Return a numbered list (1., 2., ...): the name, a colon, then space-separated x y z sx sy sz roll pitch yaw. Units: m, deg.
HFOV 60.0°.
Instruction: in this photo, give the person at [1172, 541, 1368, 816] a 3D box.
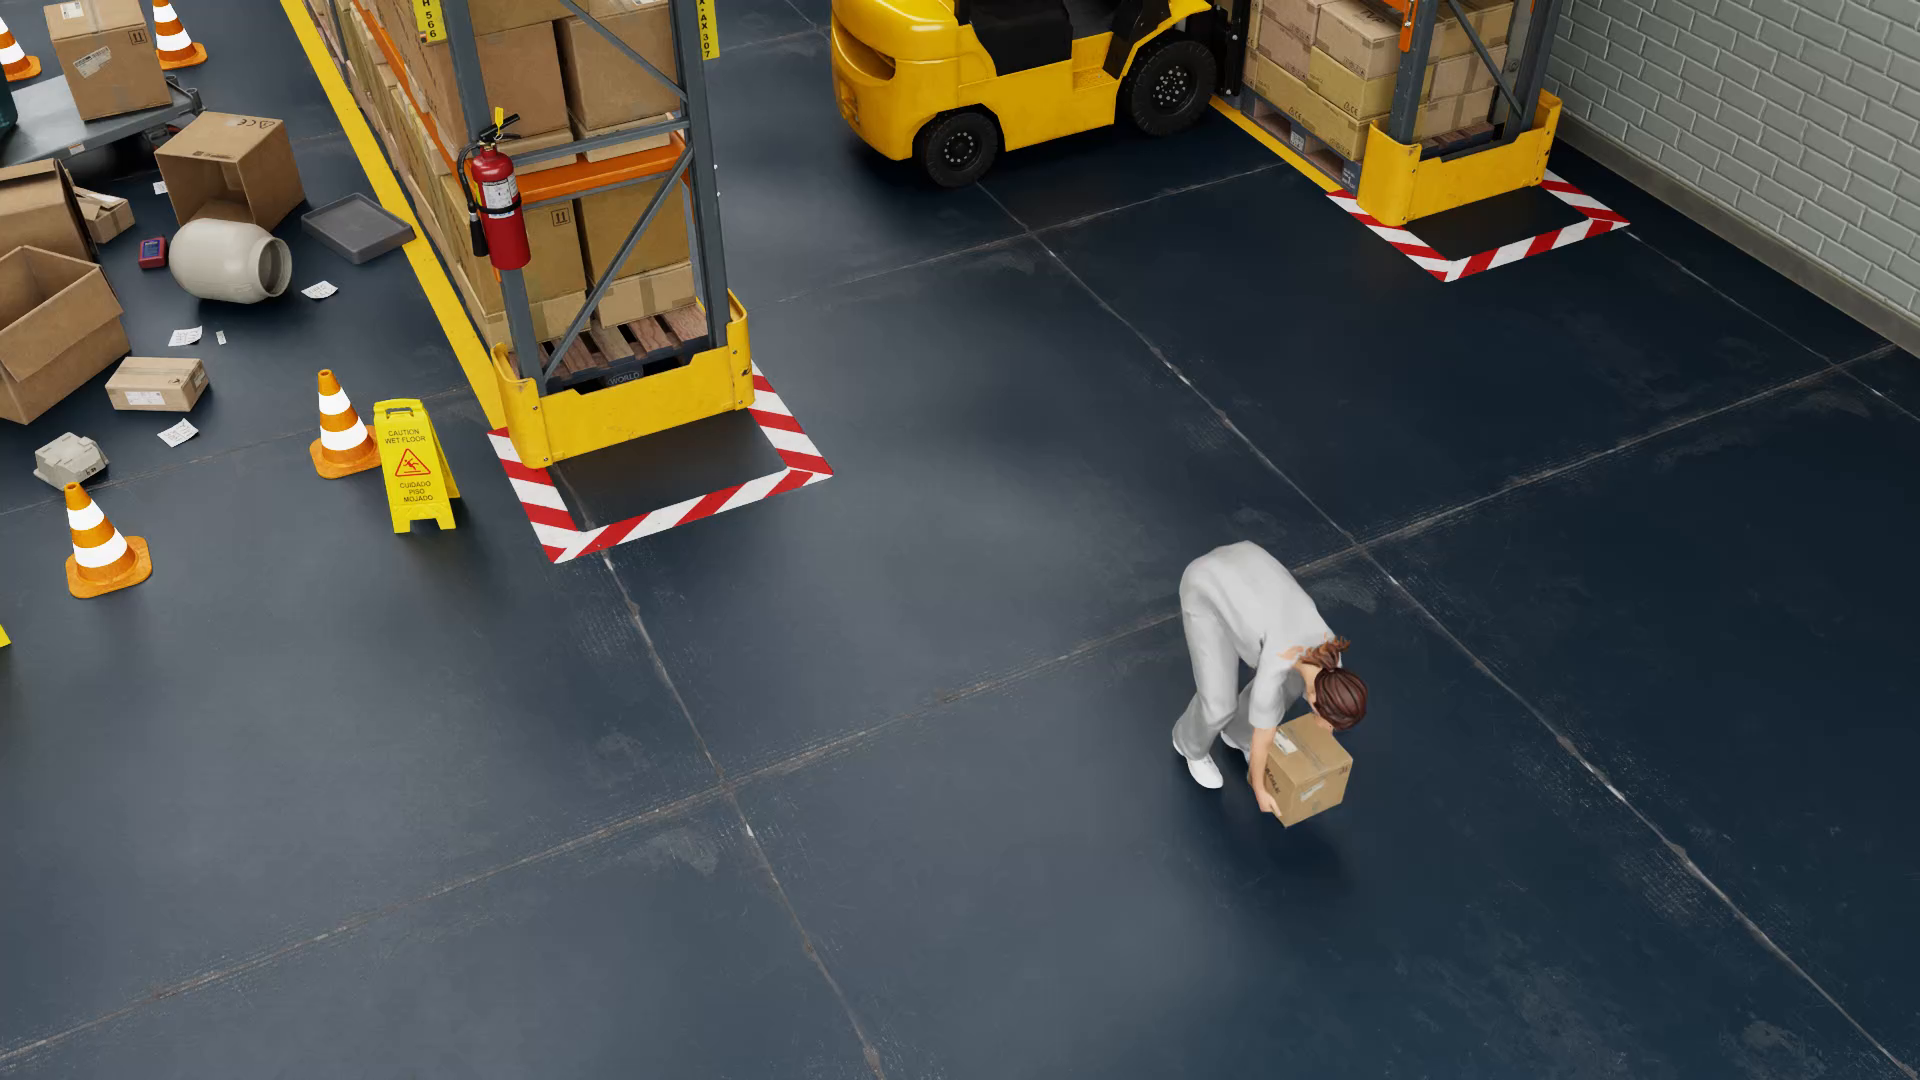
1. person: 1.109 0.571 6.024 0.435 0.998 0.866 -21 45 -22
